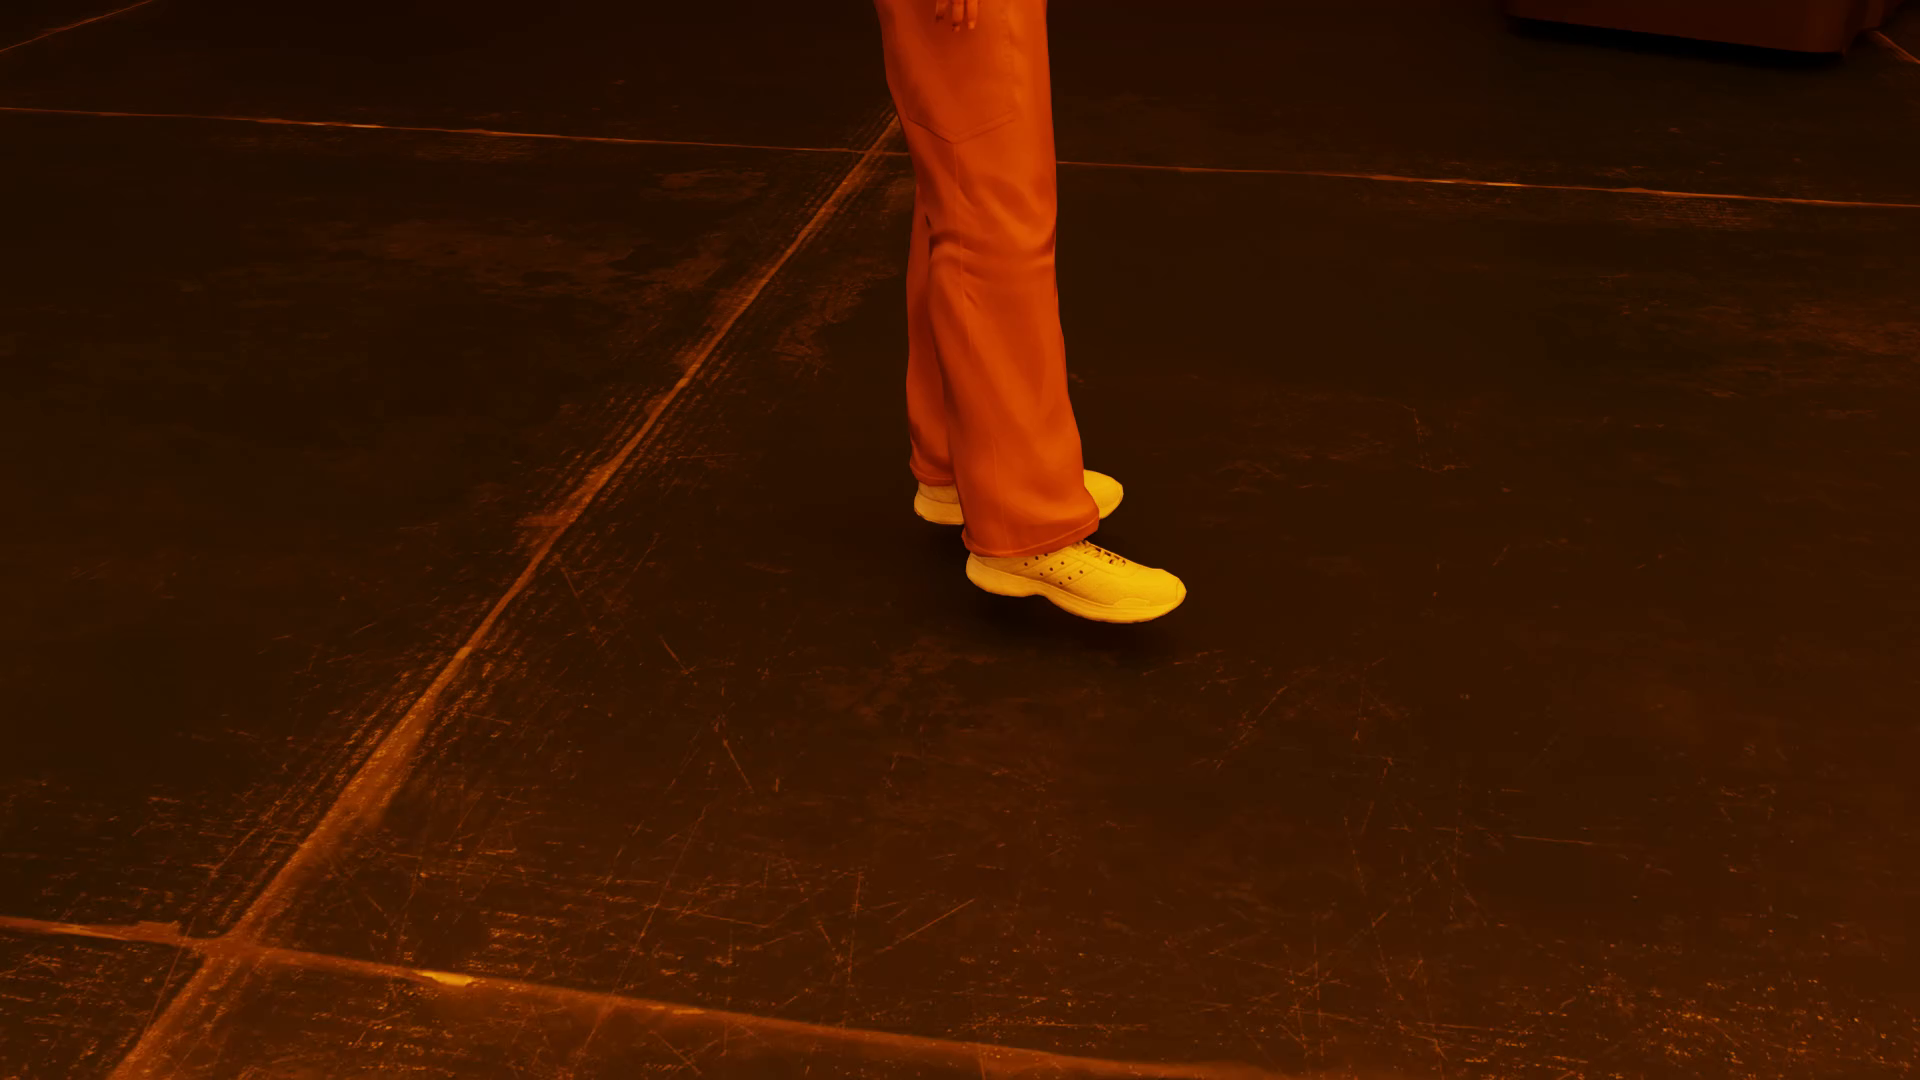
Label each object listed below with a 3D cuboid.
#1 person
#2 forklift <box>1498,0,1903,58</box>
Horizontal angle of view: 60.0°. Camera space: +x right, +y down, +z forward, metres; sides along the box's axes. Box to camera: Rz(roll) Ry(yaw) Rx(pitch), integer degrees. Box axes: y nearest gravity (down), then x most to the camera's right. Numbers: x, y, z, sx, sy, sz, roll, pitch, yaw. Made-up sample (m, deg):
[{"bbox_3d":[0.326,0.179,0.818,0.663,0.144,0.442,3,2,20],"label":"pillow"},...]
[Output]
[{"bbox_3d":[0.070,-0.763,2.049,0.548,1.675,0.552,5,29,9],"label":"person"},{"bbox_3d":[3.043,-3.403,5.616,1.130,2.935,3.031,19,34,30],"label":"forklift"}]
